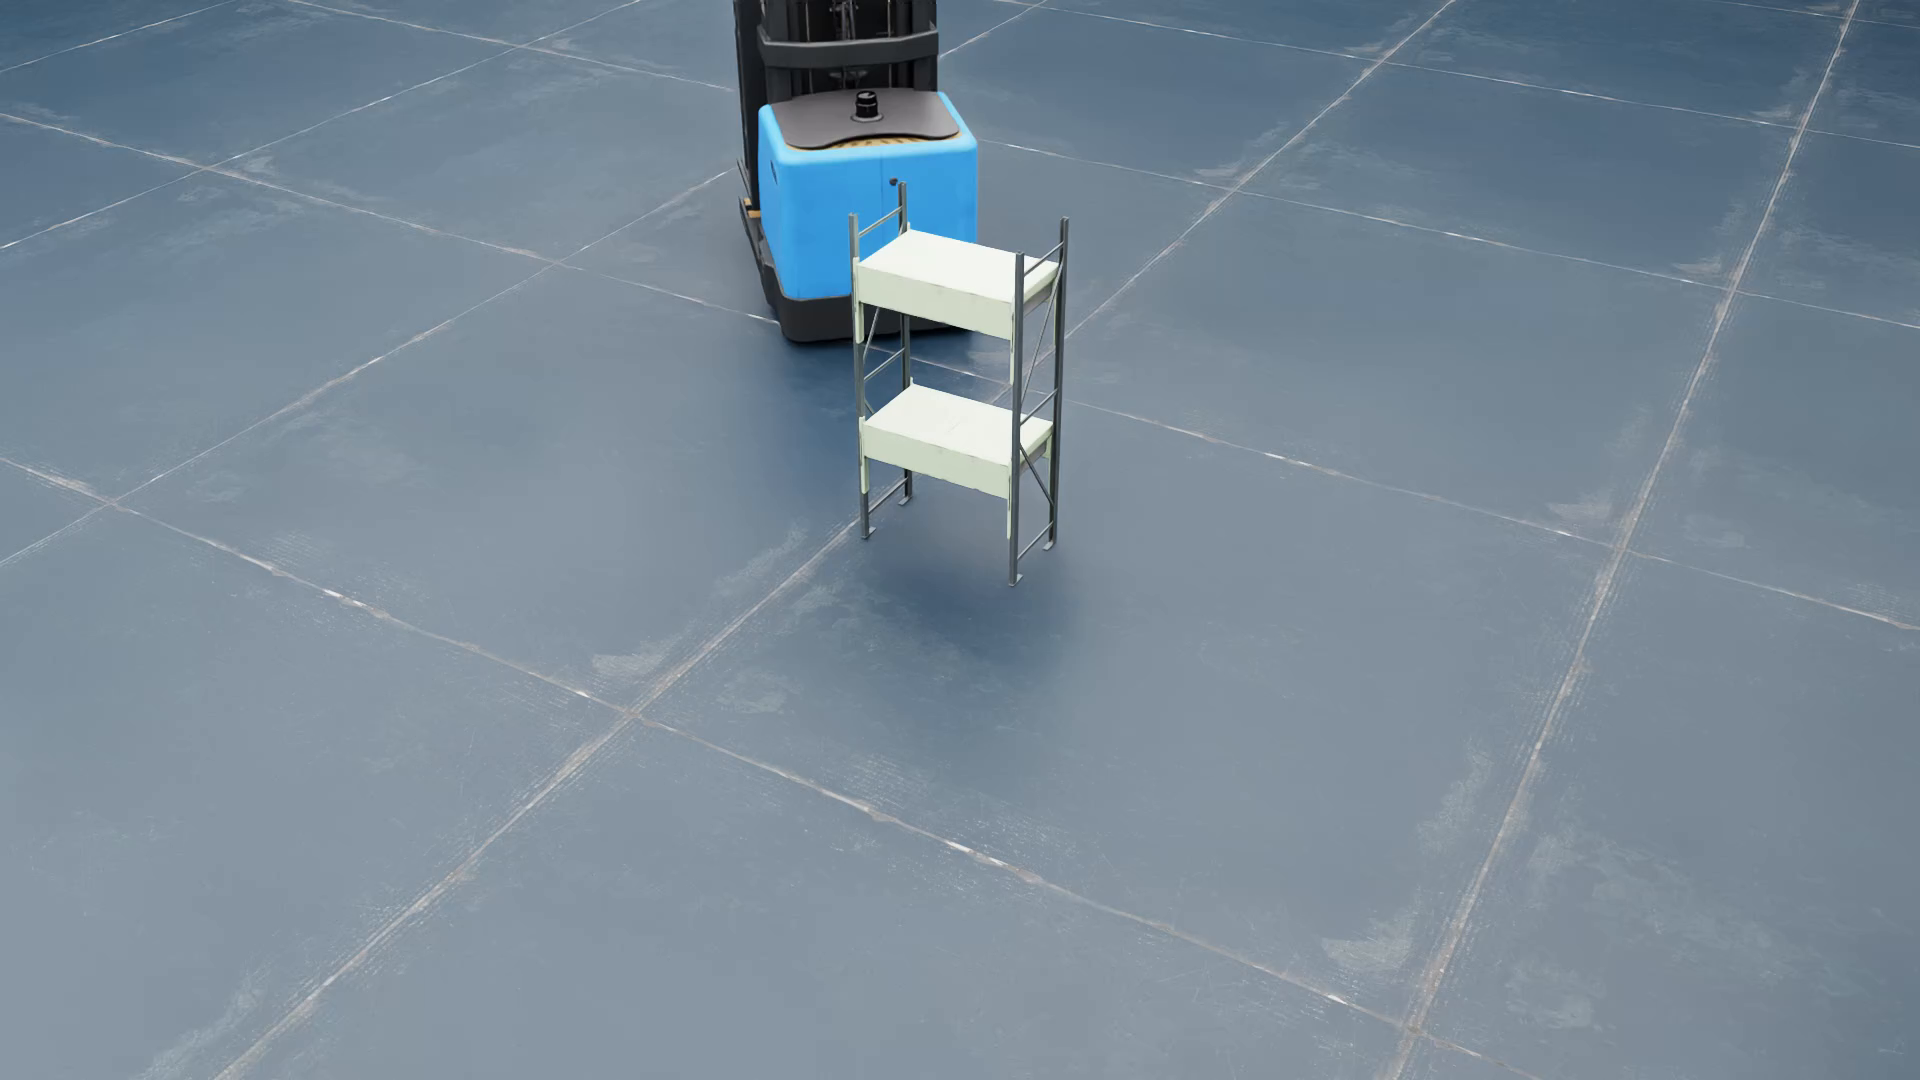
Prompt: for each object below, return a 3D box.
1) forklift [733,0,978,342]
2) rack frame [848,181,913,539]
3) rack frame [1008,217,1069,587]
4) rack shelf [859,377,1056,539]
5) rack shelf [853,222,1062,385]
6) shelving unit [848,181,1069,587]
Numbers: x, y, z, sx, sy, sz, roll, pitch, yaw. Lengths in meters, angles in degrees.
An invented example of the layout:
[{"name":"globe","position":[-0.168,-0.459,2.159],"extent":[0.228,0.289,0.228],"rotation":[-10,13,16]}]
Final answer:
[{"name":"forklift","position":[-0.723,-3.065,9.208],"extent":[1.130,2.935,3.031],"rotation":[-7,34,-11]},{"name":"rack frame","position":[-0.324,-0.727,6.988],"extent":[0.023,1.500,0.400],"rotation":[18,37,24]},{"name":"rack frame","position":[0.312,-0.525,6.686],"extent":[0.023,1.500,0.400],"rotation":[18,37,24]},{"name":"rack shelf","position":[-0.006,-0.355,7.018],"extent":[0.720,0.370,0.431],"rotation":[18,37,24]},{"name":"rack shelf","position":[-0.006,-0.951,6.621],"extent":[0.720,0.370,0.431],"rotation":[18,37,24]},{"name":"shelving unit","position":[-0.006,-0.626,6.837],"extent":[0.755,1.500,0.431],"rotation":[18,37,24]}]
